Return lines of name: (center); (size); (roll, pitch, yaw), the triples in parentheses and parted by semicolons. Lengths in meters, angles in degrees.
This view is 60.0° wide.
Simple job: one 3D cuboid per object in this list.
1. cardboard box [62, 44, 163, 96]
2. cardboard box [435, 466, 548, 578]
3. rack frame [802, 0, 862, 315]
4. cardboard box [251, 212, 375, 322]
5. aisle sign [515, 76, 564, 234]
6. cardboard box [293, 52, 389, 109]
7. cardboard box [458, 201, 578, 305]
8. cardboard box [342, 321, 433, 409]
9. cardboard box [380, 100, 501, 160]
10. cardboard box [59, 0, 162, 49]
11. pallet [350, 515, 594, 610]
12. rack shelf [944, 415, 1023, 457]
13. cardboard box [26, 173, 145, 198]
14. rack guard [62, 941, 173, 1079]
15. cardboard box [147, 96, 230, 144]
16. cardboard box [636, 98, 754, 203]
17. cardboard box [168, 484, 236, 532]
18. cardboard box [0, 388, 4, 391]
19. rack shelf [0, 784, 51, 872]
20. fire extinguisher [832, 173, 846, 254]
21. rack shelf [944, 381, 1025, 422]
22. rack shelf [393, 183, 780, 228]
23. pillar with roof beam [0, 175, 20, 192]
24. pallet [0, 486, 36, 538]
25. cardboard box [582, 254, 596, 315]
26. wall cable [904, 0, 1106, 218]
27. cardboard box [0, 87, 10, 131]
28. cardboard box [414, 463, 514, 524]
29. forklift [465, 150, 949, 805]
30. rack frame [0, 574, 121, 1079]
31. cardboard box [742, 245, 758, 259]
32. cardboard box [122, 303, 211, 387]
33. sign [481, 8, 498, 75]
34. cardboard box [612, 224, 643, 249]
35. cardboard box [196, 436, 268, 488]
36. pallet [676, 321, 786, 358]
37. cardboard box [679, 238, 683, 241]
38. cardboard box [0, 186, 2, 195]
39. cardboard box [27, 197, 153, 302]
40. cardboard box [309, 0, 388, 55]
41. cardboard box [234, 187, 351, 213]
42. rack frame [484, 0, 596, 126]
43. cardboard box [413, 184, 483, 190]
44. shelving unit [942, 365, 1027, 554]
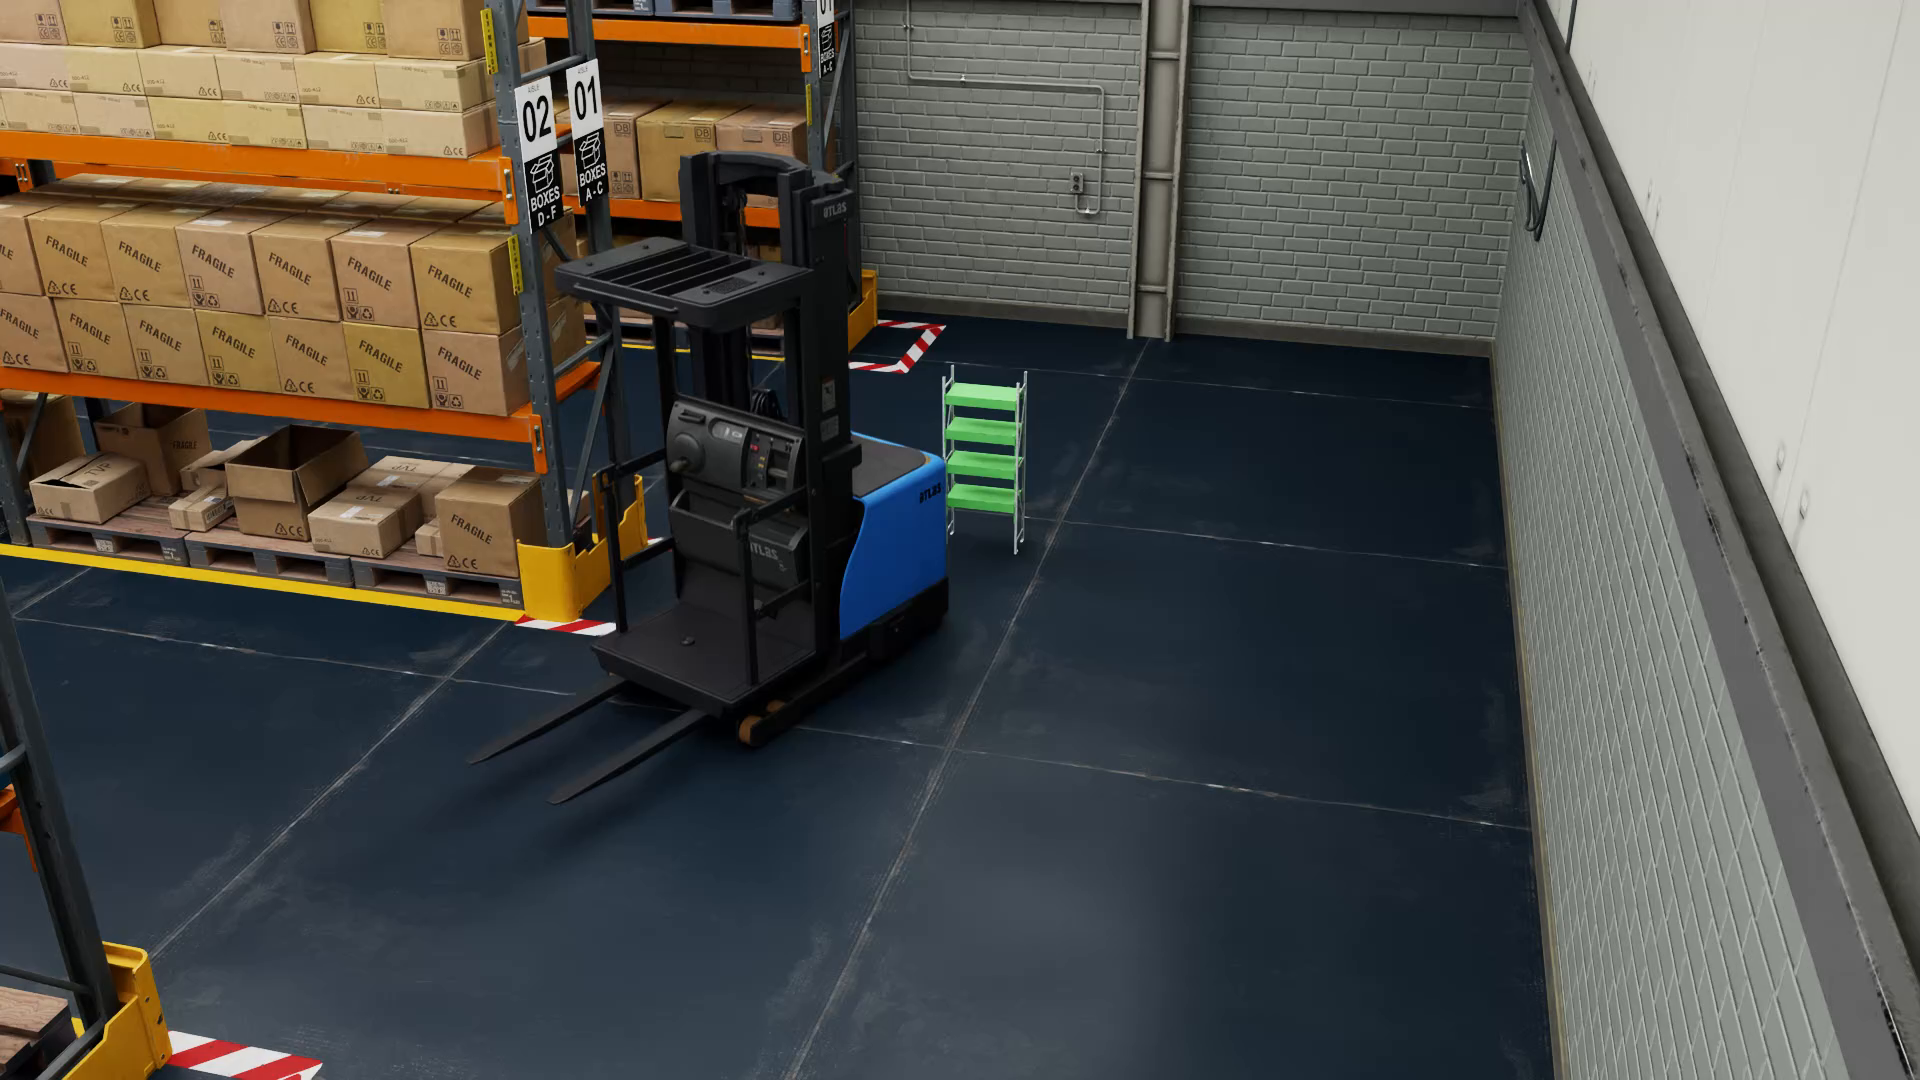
cardboard box: (-4.814, -2.768, 9.678); (0.500, 0.250, 0.500); (6, 26, 13)
cardboard box: (-2.904, -0.120, 10.408); (0.500, 0.500, 0.500); (6, 26, 13)
rack frame: (-1.085, -3.157, 14.391); (0.127, 3.000, 1.000); (6, 26, 13)
cardboard box: (-3.808, -1.631, 9.907); (0.500, 0.500, 0.500); (7, 26, 14)
aisle sign: (-2.326, -2.133, 9.217); (0.004, 0.787, 0.394); (6, 26, 13)
cardboard box: (-3.361, -2.609, 9.343); (0.500, 0.250, 0.500); (6, 26, 13)
cardboard box: (-2.680, -1.748, 10.153); (0.500, 0.500, 0.500); (7, 26, 15)
cardboard box: (-3.320, -1.128, 10.014); (0.500, 0.500, 0.500); (7, 26, 13)
cardboard box: (-2.879, -2.326, 9.331); (0.500, 0.250, 0.500); (6, 26, 13)
cardboard box: (-4.774, -3.174, 9.658); (0.500, 0.500, 0.700); (6, 26, 13)
pallet: (-3.162, 0.072, 10.854); (1.213, 0.211, 1.003); (6, 26, 13)
rack shelf: (0.160, -0.683, 10.879); (0.480, 0.148, 0.258); (6, 26, 13)
cardboard box: (-5.635, -2.073, 10.834); (0.500, 0.500, 0.500); (6, 26, 13)
rack guard: (-3.526, 2.093, 6.271); (0.348, 0.500, 1.175); (6, 26, 13)
cardboard box: (-4.328, -2.492, 9.681); (0.500, 0.250, 0.500); (6, 26, 13)
cardboard box: (-2.289, -3.416, 14.587); (0.700, 0.700, 0.980); (6, 26, 13)
cardboard box: (-4.997, -0.218, 11.003); (0.250, 0.166, 0.380); (6, 26, 13)
cardboard box: (-7.117, -0.798, 11.833); (0.500, 0.500, 0.500); (7, 26, 14)
rack shelf: (-5.490, 1.078, 6.333); (4.000, 0.370, 1.077); (6, 26, 13)
fire extinguisher: (-1.054, -2.745, 14.051); (0.183, 0.674, 0.296); (6, 26, 13)
rack shelf: (0.160, -0.900, 10.776); (0.480, 0.148, 0.258); (6, 26, 13)
rack shelf: (-3.022, -3.046, 14.996); (4.000, 0.370, 1.077); (6, 26, 13)
pillar with roof beam: (-10.949, -5.429, 12.185); (0.400, 9.000, 9.100); (6, 26, 13)
pallet: (-6.987, -0.335, 11.708); (1.213, 0.211, 1.003); (6, 26, 13)
cardboard box: (-3.278, -2.412, 15.247); (0.500, 0.500, 0.700); (7, 26, 14)
wall cable: (0.390, -3.872, 14.712); (1.851, 1.984, 0.084); (6, 26, 13)
cardboard box: (-5.780, -2.654, 10.020); (0.500, 0.250, 0.500); (6, 26, 13)
cardboard box: (-3.256, -0.281, 11.038); (0.500, 0.250, 0.500); (6, 26, 13)
forklift: (-1.342, -0.452, 8.790); (1.130, 2.935, 3.031); (17, 30, 32)
rack frame: (-3.553, 0.968, 5.728); (0.127, 3.000, 1.000); (6, 26, 13)
cardboard box: (-1.958, -2.482, 14.638); (0.250, 0.149, 0.380); (6, 26, 12)
cardboard box: (-4.783, -1.292, 10.357); (0.500, 0.500, 0.500); (6, 26, 13)
sign: (-2.473, -2.619, 8.743); (0.005, 0.325, 0.100); (6, 26, 13)
cardboard box: (-3.091, -2.776, 15.257); (0.250, 0.149, 0.380); (6, 26, 12)
cardboard box: (-4.841, -0.484, 11.393); (0.500, 0.311, 0.500); (6, 26, 13)
pallet: (-1.879, -1.951, 15.102); (1.213, 0.211, 1.003); (6, 26, 13)
cardboard box: (-2.350, -2.695, 15.086); (0.250, 0.149, 0.380); (7, 26, 13)
cardboard box: (-10.080, -3.564, 16.771); (0.500, 0.250, 0.500); (7, 26, 14)
cardboard box: (-5.303, -1.796, 10.254); (0.500, 0.500, 0.500); (5, 26, 11)
cardboard box: (-3.280, -3.082, 9.465); (0.500, 0.500, 0.700); (6, 26, 13)
cardboard box: (-4.163, -1.910, 10.494); (0.500, 0.500, 0.500); (6, 26, 13)
rack frame: (-2.316, -3.803, 8.769); (0.127, 3.000, 1.000); (6, 26, 13)
cardboard box: (-4.438, -3.656, 15.090); (0.700, 0.700, 0.980); (7, 26, 14)
shelving unit: (0.160, -0.524, 10.955); (0.503, 1.200, 0.258); (6, 26, 13)
